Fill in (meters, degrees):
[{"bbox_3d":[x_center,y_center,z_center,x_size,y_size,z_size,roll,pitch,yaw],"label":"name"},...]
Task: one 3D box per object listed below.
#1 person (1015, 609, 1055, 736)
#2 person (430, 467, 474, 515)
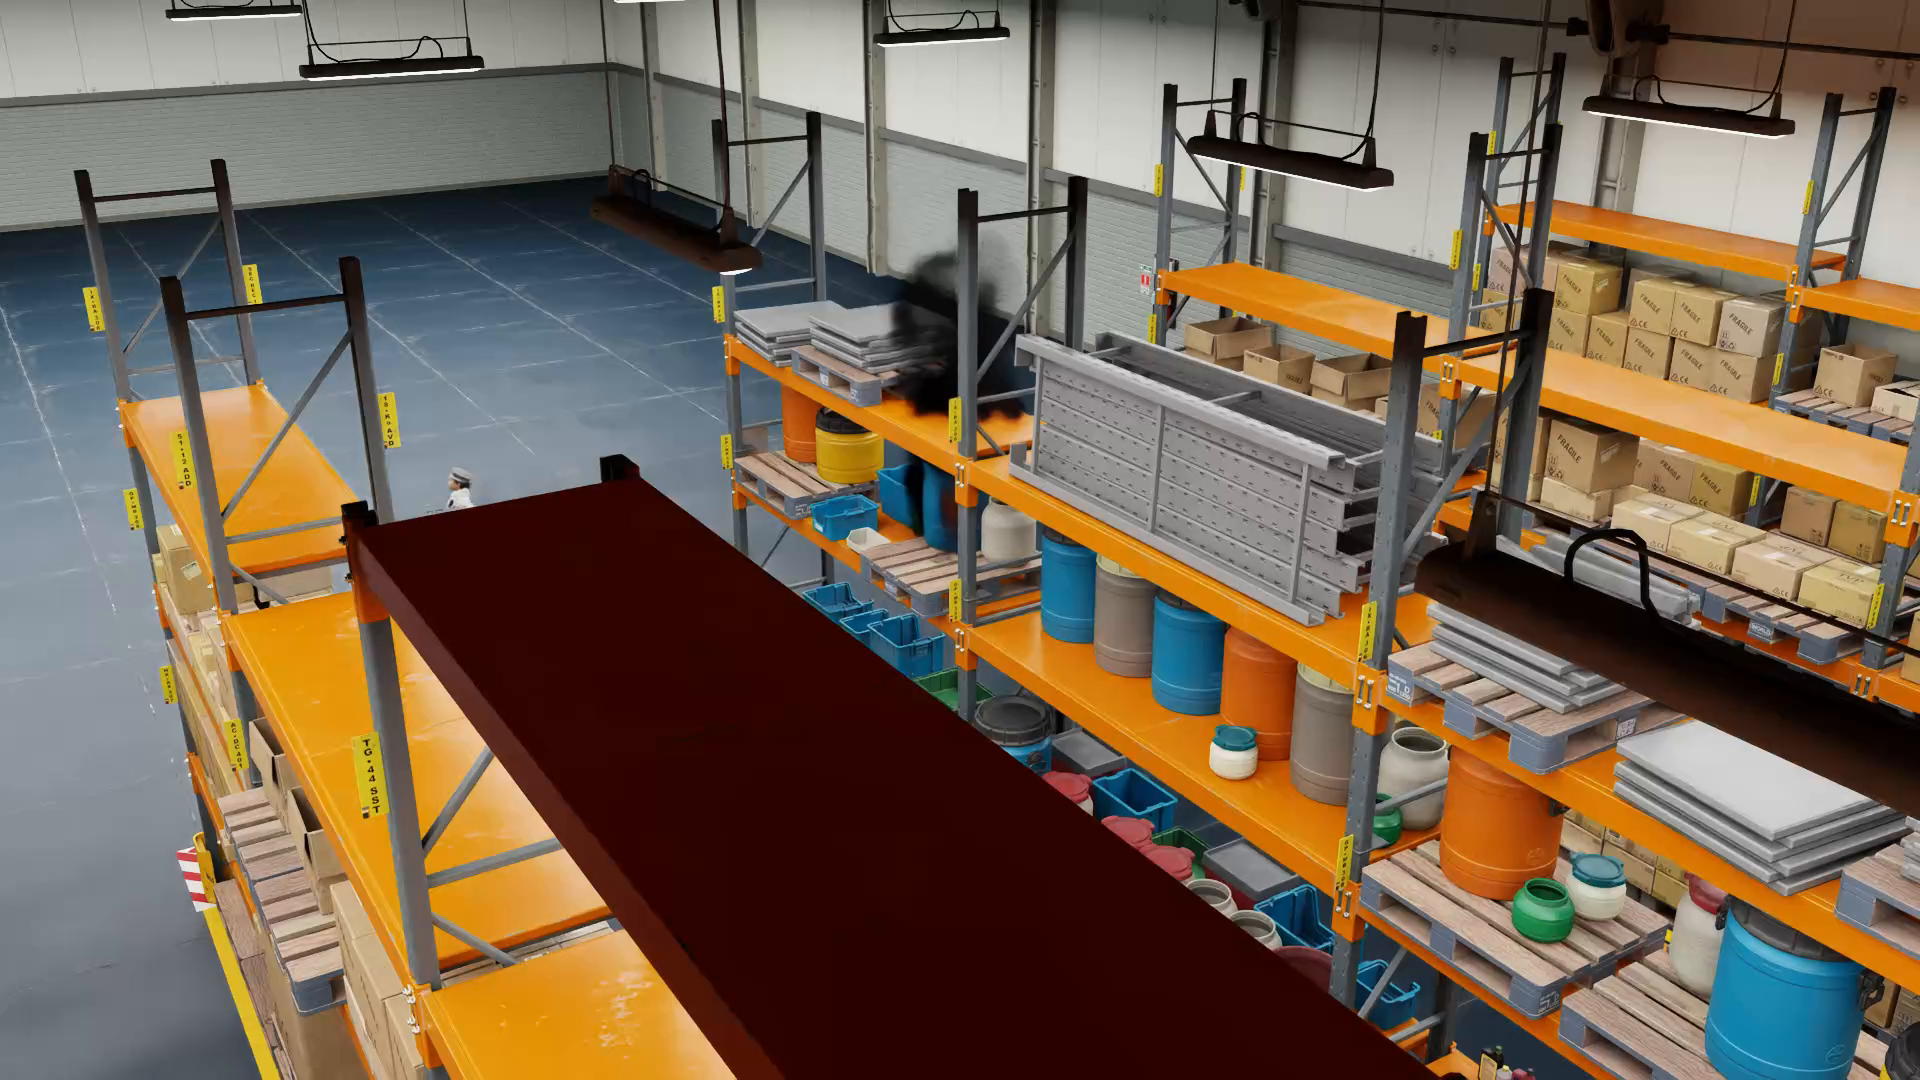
[{"bbox_3d":[0.689,1.139,15.591,0.539,1.614,0.775,-18,28,-37],"label":"person"},{"bbox_3d":[-5.797,-0.028,19.209,0.614,1.690,0.596,-3,22,-7],"label":"person"}]
